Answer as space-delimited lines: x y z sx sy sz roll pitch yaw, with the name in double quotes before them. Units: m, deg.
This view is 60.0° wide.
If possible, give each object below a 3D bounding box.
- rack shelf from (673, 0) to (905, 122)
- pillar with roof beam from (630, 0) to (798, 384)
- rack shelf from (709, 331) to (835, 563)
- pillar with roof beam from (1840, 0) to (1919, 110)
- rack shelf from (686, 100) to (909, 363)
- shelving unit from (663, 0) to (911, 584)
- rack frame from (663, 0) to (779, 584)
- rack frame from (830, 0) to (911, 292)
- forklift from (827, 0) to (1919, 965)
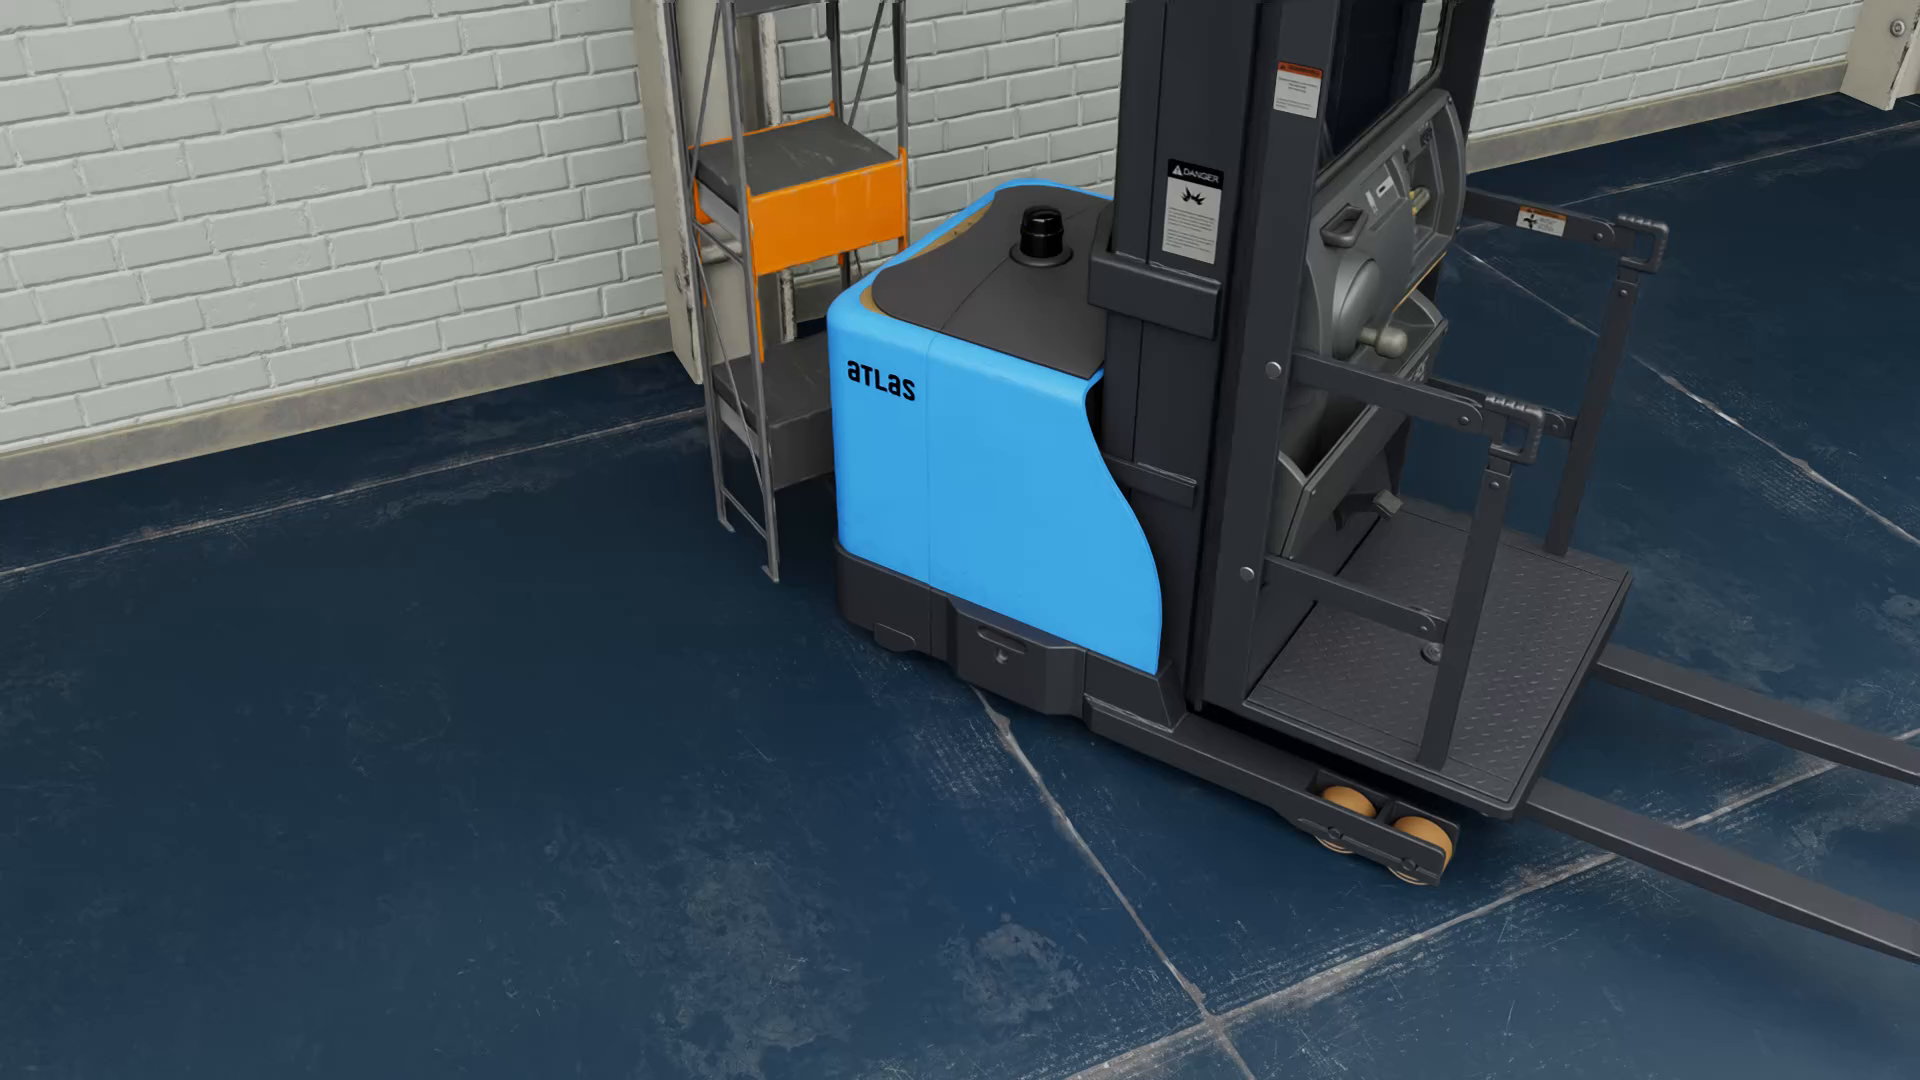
"rack shelf" -0.458 -1.441 4.278 0.480 0.518 0.431 -21 41 -25
"pillar with roof beam" 0.991 -1.986 0.374 0.400 9.000 9.100 -16 39 -20
"rack shelf" -0.458 -0.317 5.112 0.480 0.518 0.431 -21 41 -25
"pillar with roof beam" 6.423 -3.505 2.422 0.400 9.000 9.100 -16 39 -20
"rack shelf" -0.458 -0.879 4.695 0.480 0.518 0.431 -21 41 -25
"shelving unit" -0.458 -0.890 4.687 0.503 2.100 0.431 -21 41 -25
"rack frame" -0.664 -0.812 4.582 0.015 2.100 0.400 -21 41 -25
"rack frame" -0.252 -0.968 4.792 0.015 2.100 0.400 -21 41 -25
"forklift" 1.156 -0.692 3.722 3.031 2.935 1.130 21 41 26
